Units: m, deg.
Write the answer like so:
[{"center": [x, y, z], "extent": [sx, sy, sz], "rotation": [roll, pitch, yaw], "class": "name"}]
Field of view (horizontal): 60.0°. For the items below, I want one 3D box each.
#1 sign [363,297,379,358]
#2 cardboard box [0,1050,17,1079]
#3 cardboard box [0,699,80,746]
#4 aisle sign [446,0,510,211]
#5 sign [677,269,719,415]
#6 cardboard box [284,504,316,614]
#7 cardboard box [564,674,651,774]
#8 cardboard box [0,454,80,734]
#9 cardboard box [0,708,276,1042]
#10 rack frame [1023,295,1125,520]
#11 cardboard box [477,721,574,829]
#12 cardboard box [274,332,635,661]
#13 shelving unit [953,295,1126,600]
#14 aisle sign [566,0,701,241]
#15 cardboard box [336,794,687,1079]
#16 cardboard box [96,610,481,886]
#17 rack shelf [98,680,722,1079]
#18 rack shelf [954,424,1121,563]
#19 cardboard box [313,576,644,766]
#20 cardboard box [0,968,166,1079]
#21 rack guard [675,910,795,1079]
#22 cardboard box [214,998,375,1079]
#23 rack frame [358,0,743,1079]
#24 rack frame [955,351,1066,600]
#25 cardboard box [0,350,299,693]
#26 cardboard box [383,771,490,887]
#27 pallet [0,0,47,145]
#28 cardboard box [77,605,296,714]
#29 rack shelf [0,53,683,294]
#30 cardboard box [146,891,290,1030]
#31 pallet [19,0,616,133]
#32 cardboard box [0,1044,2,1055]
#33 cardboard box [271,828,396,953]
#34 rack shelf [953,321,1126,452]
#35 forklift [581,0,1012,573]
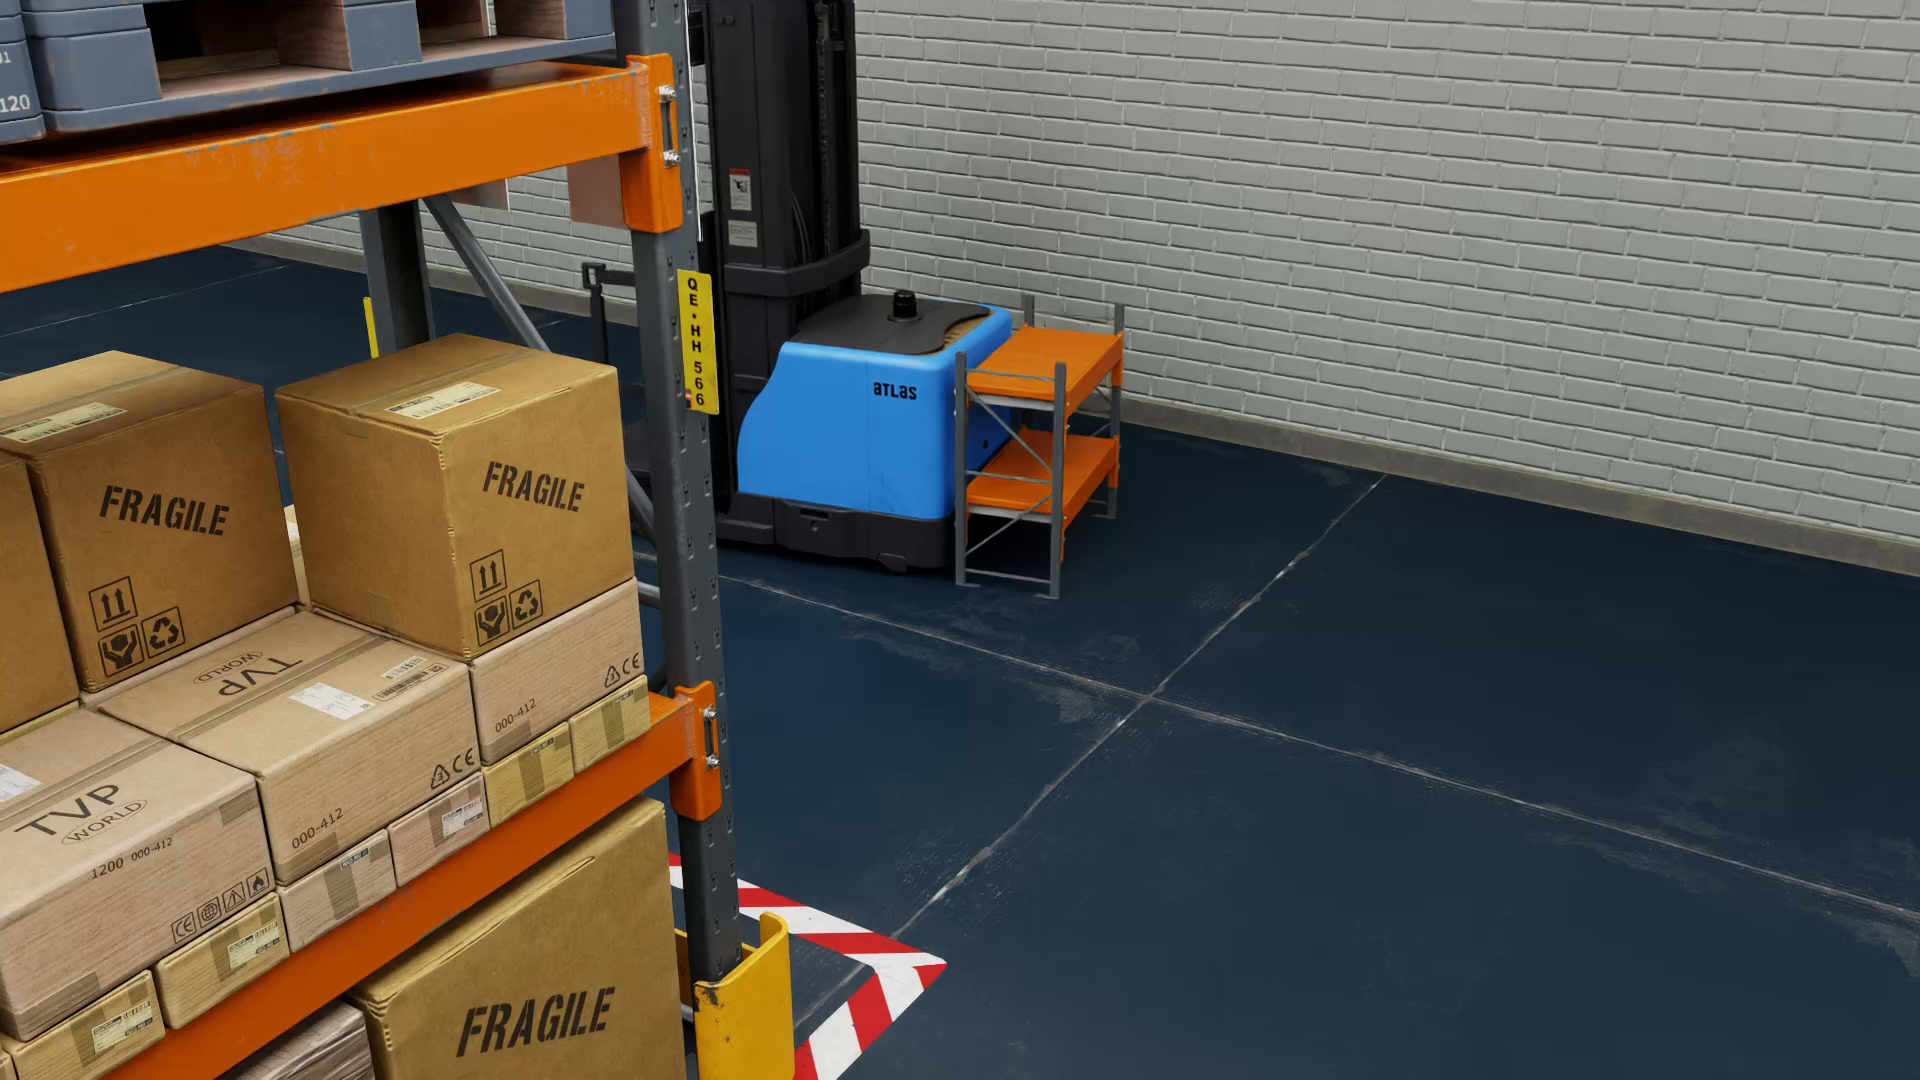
[{"center": [-1.514, -0.474, 4.380], "extent": [0.100, 0.325, 0.005], "rotation": [14, 27, 29], "class": "sign"}, {"center": [-1.760, 0.898, 2.716], "extent": [0.380, 0.149, 0.250], "rotation": [14, 27, 30], "class": "cardboard box"}, {"center": [-2.065, 0.461, 3.223], "extent": [0.500, 0.250, 0.500], "rotation": [13, 27, 27], "class": "cardboard box"}, {"center": [-1.262, -1.202, 3.980], "extent": [0.394, 0.787, 0.004], "rotation": [14, 27, 29], "class": "aisle sign"}, {"center": [-0.592, -0.444, 3.744], "extent": [0.100, 0.325, 0.005], "rotation": [14, 27, 29], "class": "sign"}, {"center": [-1.528, 0.116, 4.022], "extent": [0.500, 0.250, 0.500], "rotation": [13, 27, 28], "class": "cardboard box"}, {"center": [-0.953, 0.382, 3.908], "extent": [0.380, 0.149, 0.250], "rotation": [14, 27, 30], "class": "cardboard box"}, {"center": [-2.060, 0.116, 3.076], "extent": [0.500, 0.500, 0.500], "rotation": [13, 27, 28], "class": "cardboard box"}, {"center": [-1.612, 0.572, 2.967], "extent": [0.500, 0.250, 0.500], "rotation": [13, 27, 27], "class": "cardboard box"}, {"center": [0.559, -0.659, 8.357], "extent": [0.500, 1.125, 0.032], "rotation": [8, 25, 18], "class": "rack frame"}, {"center": [-1.089, 0.470, 3.704], "extent": [0.380, 0.149, 0.250], "rotation": [14, 27, 29], "class": "cardboard box"}, {"center": [-1.079, -0.115, 3.609], "extent": [0.500, 0.500, 0.500], "rotation": [14, 27, 30], "class": "cardboard box"}, {"center": [0.390, -0.469, 7.917], "extent": [0.538, 1.125, 1.048], "rotation": [8, 25, 18], "class": "shelving unit"}, {"center": [-0.753, -1.077, 3.689], "extent": [0.394, 0.787, 0.004], "rotation": [14, 27, 29], "class": "aisle sign"}, {"center": [-1.315, 1.093, 4.096], "extent": [0.875, 0.875, 0.875], "rotation": [14, 27, 29], "class": "cardboard box"}, {"center": [-1.344, 0.400, 3.364], "extent": [0.500, 0.250, 0.500], "rotation": [13, 27, 28], "class": "cardboard box"}, {"center": [-2.100, 1.083, 2.878], "extent": [1.077, 0.370, 4.000], "rotation": [14, 27, 29], "class": "rack shelf"}, {"center": [0.390, -0.245, 8.014], "extent": [0.538, 0.278, 1.000], "rotation": [8, 25, 18], "class": "rack shelf"}, {"center": [-1.076, 0.229, 3.759], "extent": [0.500, 0.250, 0.500], "rotation": [13, 27, 28], "class": "cardboard box"}, {"center": [-1.627, 0.815, 2.908], "extent": [0.380, 0.149, 0.250], "rotation": [14, 27, 29], "class": "cardboard box"}, {"center": [-1.033, 1.217, 4.810], "extent": [1.175, 0.500, 0.348], "rotation": [14, 27, 29], "class": "rack guard"}, {"center": [-1.795, 1.400, 3.386], "extent": [0.875, 0.875, 0.875], "rotation": [14, 27, 29], "class": "cardboard box"}, {"center": [-1.045, 0.078, 4.295], "extent": [1.000, 3.000, 0.127], "rotation": [14, 27, 29], "class": "rack frame"}, {"center": [0.220, -0.279, 7.478], "extent": [0.500, 1.125, 0.032], "rotation": [8, 25, 18], "class": "rack frame"}, {"center": [-1.792, -0.060, 3.483], "extent": [0.500, 0.500, 0.500], "rotation": [13, 27, 28], "class": "cardboard box"}, {"center": [-1.223, 0.555, 3.508], "extent": [0.380, 0.149, 0.250], "rotation": [14, 27, 29], "class": "cardboard box"}, {"center": [-2.071, -0.592, 2.178], "extent": [1.003, 0.211, 1.213], "rotation": [14, 27, 29], "class": "pallet"}, {"center": [-1.797, 0.292, 3.613], "extent": [0.500, 0.250, 0.500], "rotation": [13, 27, 28], "class": "cardboard box"}, {"center": [-2.100, -0.294, 2.282], "extent": [1.077, 0.370, 4.000], "rotation": [14, 27, 29], "class": "rack shelf"}, {"center": [-1.491, 0.727, 3.111], "extent": [0.380, 0.149, 0.250], "rotation": [13, 27, 28], "class": "cardboard box"}, {"center": [-1.428, -1.006, 3.133], "extent": [1.003, 0.211, 1.213], "rotation": [14, 27, 29], "class": "pallet"}, {"center": [-1.883, 0.749, 2.559], "extent": [0.500, 0.250, 0.500], "rotation": [14, 27, 29], "class": "cardboard box"}, {"center": [-1.356, 0.639, 3.314], "extent": [0.380, 0.149, 0.250], "rotation": [14, 27, 30], "class": "cardboard box"}, {"center": [0.390, -0.738, 7.801], "extent": [0.538, 0.278, 1.000], "rotation": [8, 25, 18], "class": "rack shelf"}, {"center": [-1.301, -1.547, 8.135], "extent": [3.031, 2.935, 1.130], "rotation": [9, 25, 20], "class": "forklift"}]
